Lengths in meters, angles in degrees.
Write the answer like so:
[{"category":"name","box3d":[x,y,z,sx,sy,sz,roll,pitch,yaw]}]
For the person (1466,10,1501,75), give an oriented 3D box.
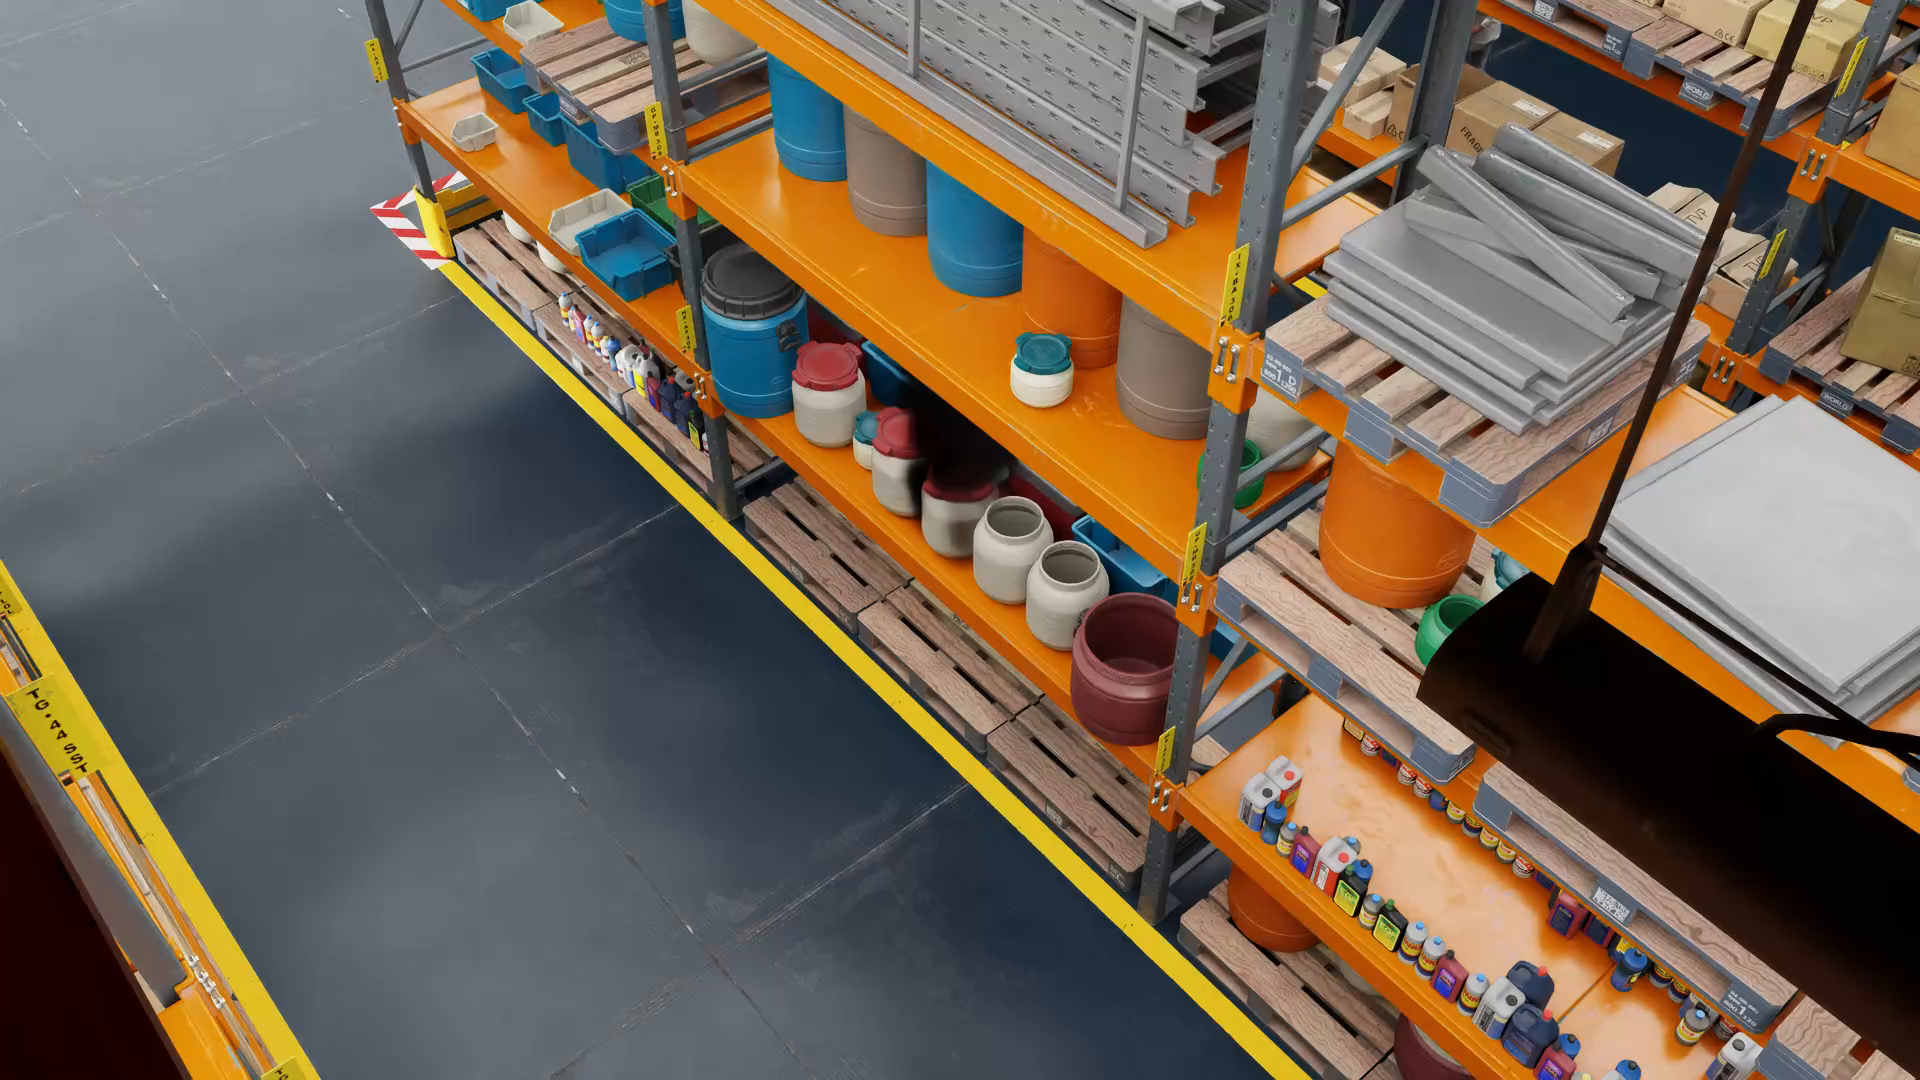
[{"category":"person","box3d":[4.303,-4.186,13.858,0.653,1.631,0.514,35,56,29]}]
